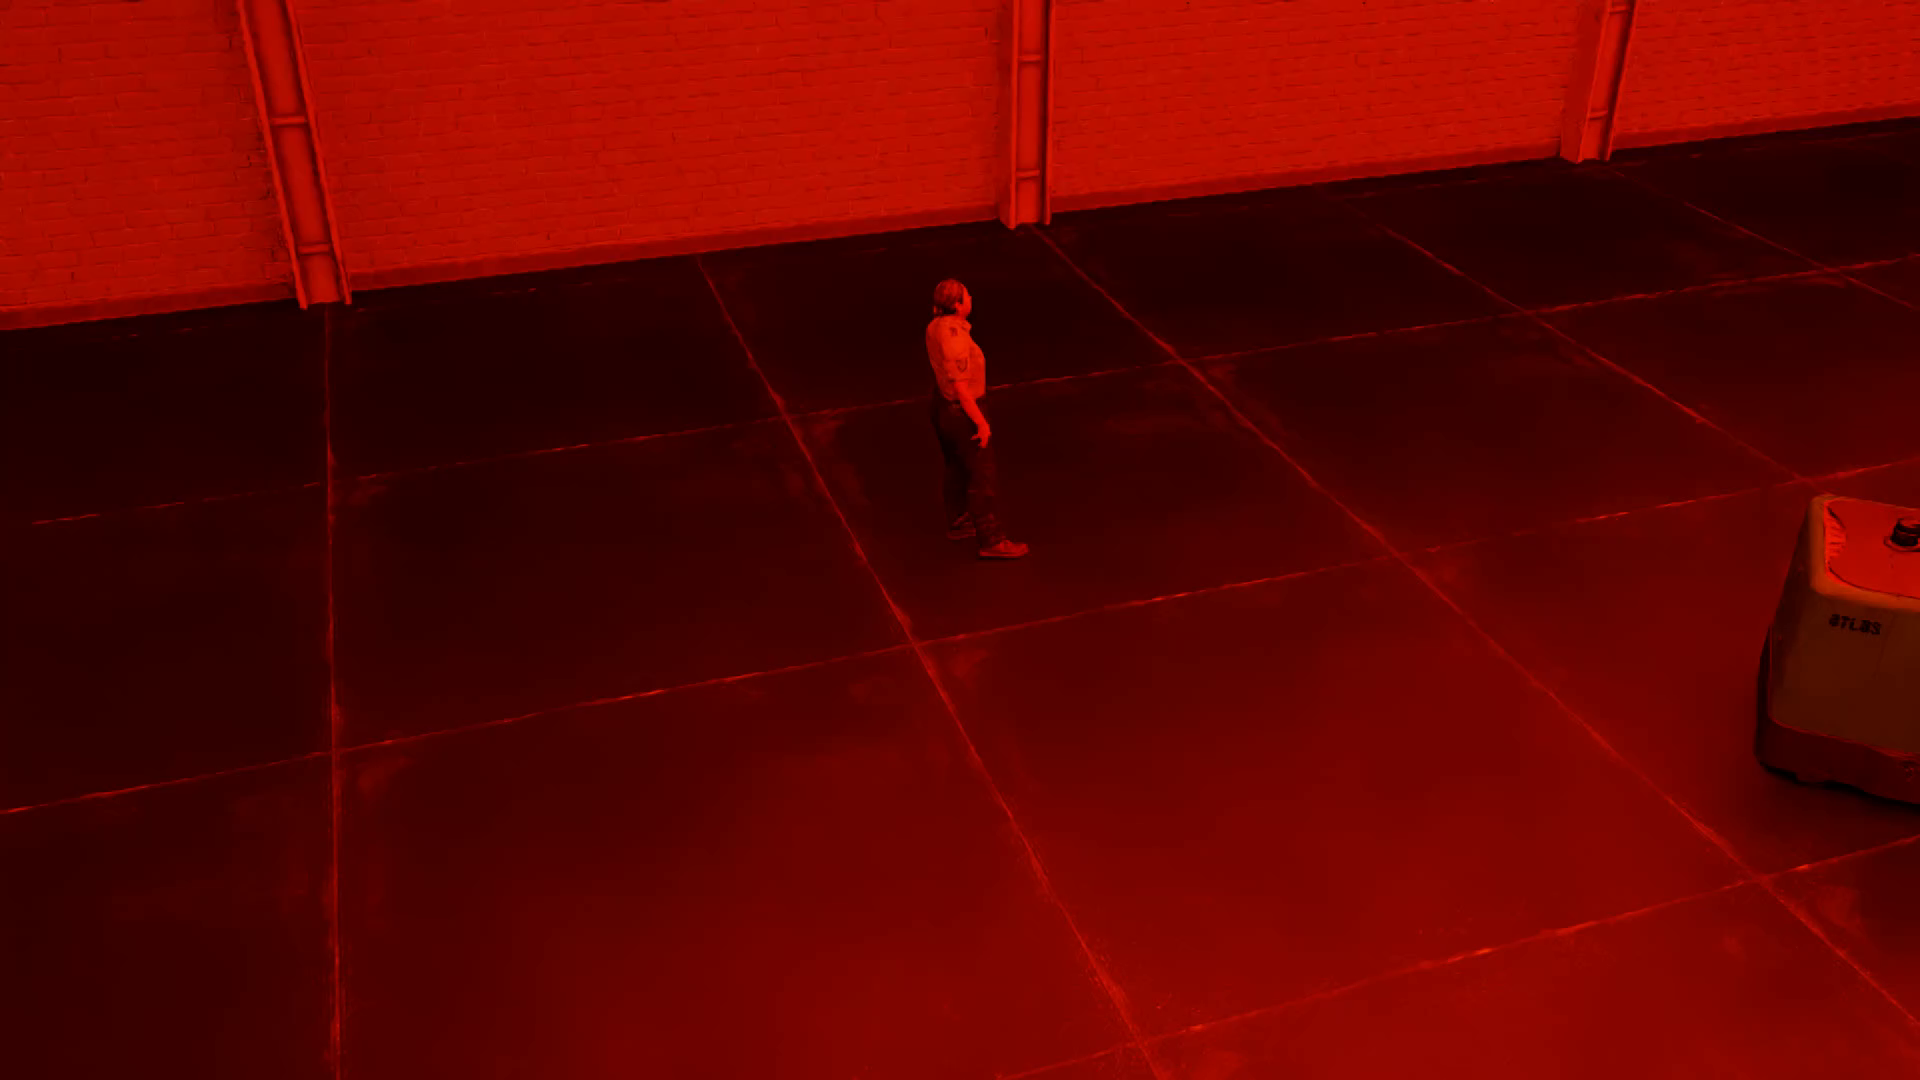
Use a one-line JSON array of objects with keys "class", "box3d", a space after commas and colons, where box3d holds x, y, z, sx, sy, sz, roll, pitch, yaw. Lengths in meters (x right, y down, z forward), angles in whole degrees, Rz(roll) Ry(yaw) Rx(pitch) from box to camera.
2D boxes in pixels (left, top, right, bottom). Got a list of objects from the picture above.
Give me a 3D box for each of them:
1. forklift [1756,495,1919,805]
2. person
[{"class": "forklift", "box3d": [5.431, -0.070, 7.208, 3.031, 2.935, 1.130, 12, 32, 20]}, {"class": "person", "box3d": [0.093, -0.719, 9.620, 0.501, 1.640, 0.599, -10, 31, -16]}]
